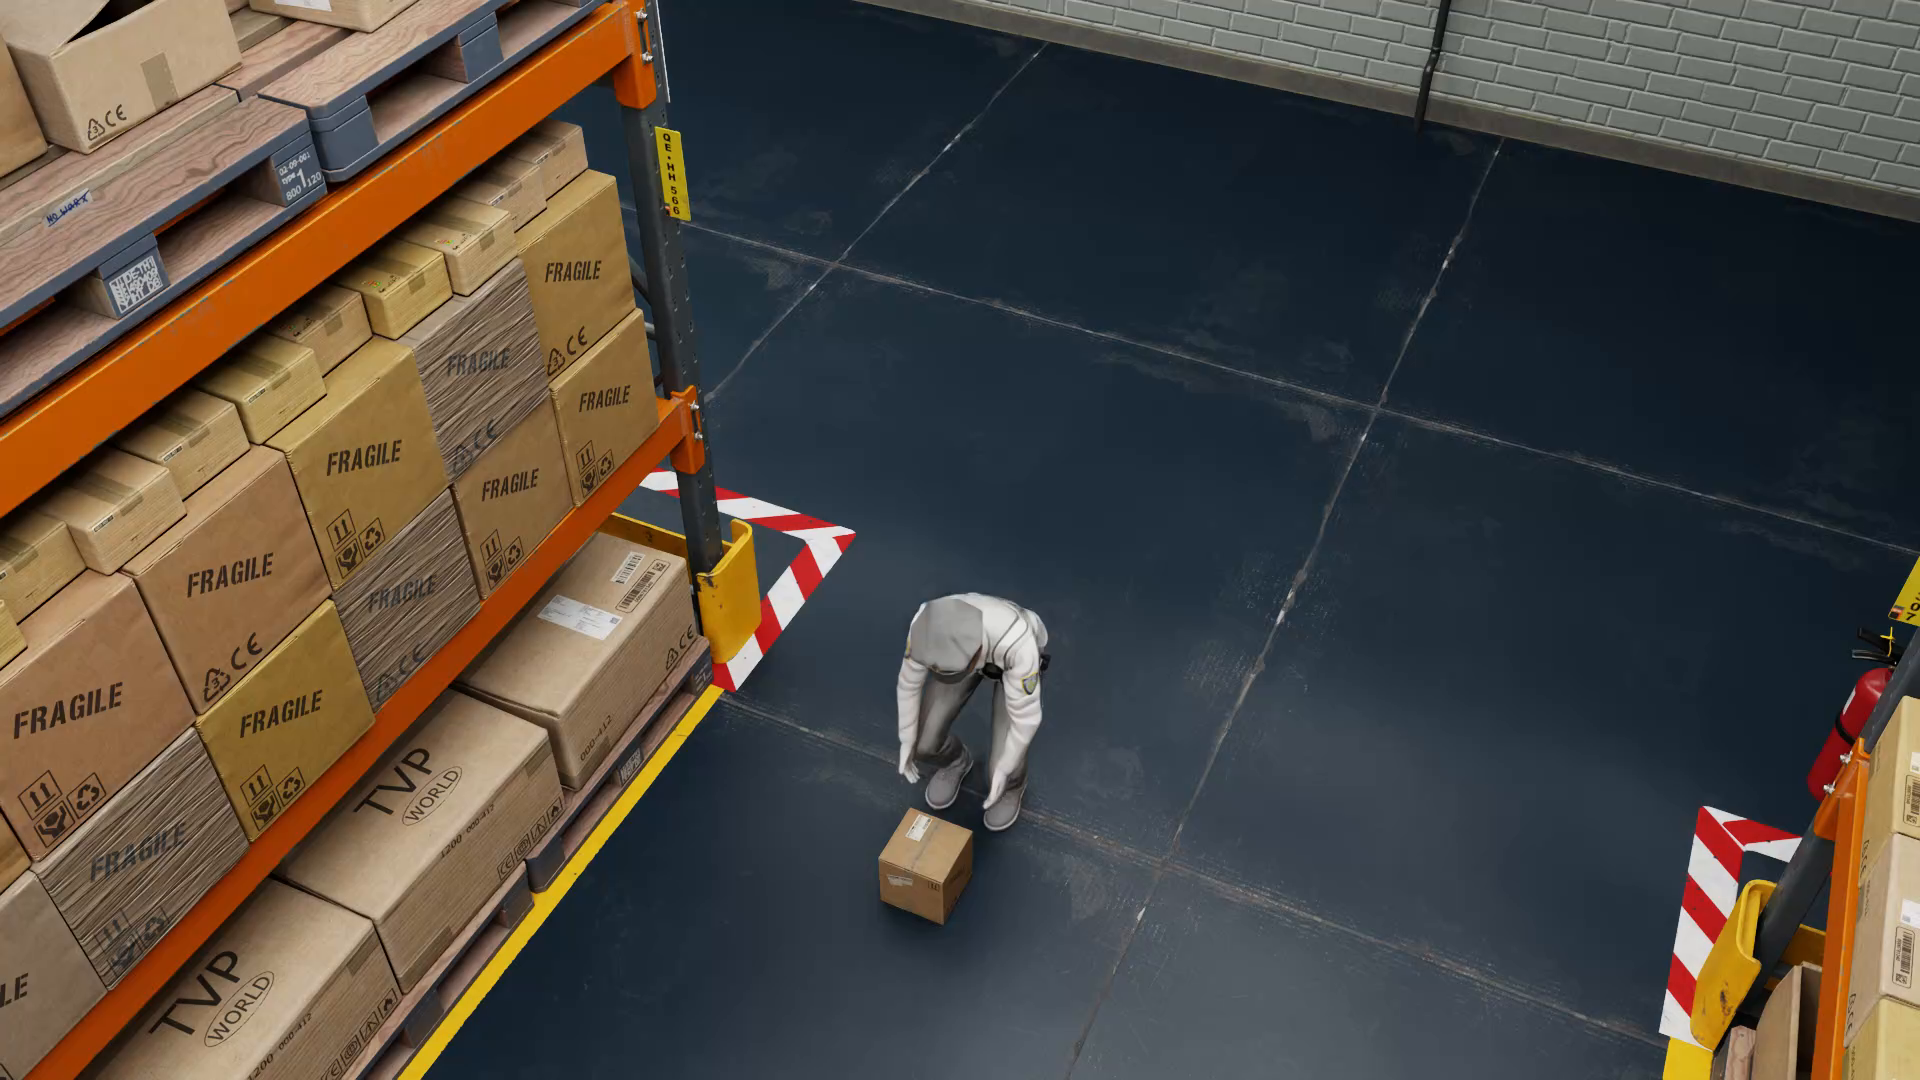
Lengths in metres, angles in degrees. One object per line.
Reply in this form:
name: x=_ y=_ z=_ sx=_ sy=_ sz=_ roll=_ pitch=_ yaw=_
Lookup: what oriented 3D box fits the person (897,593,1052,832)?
person: x=0.068 y=0.562 z=5.845 sx=0.531 sy=1.263 sz=0.765 roll=18 pitch=45 yaw=18
